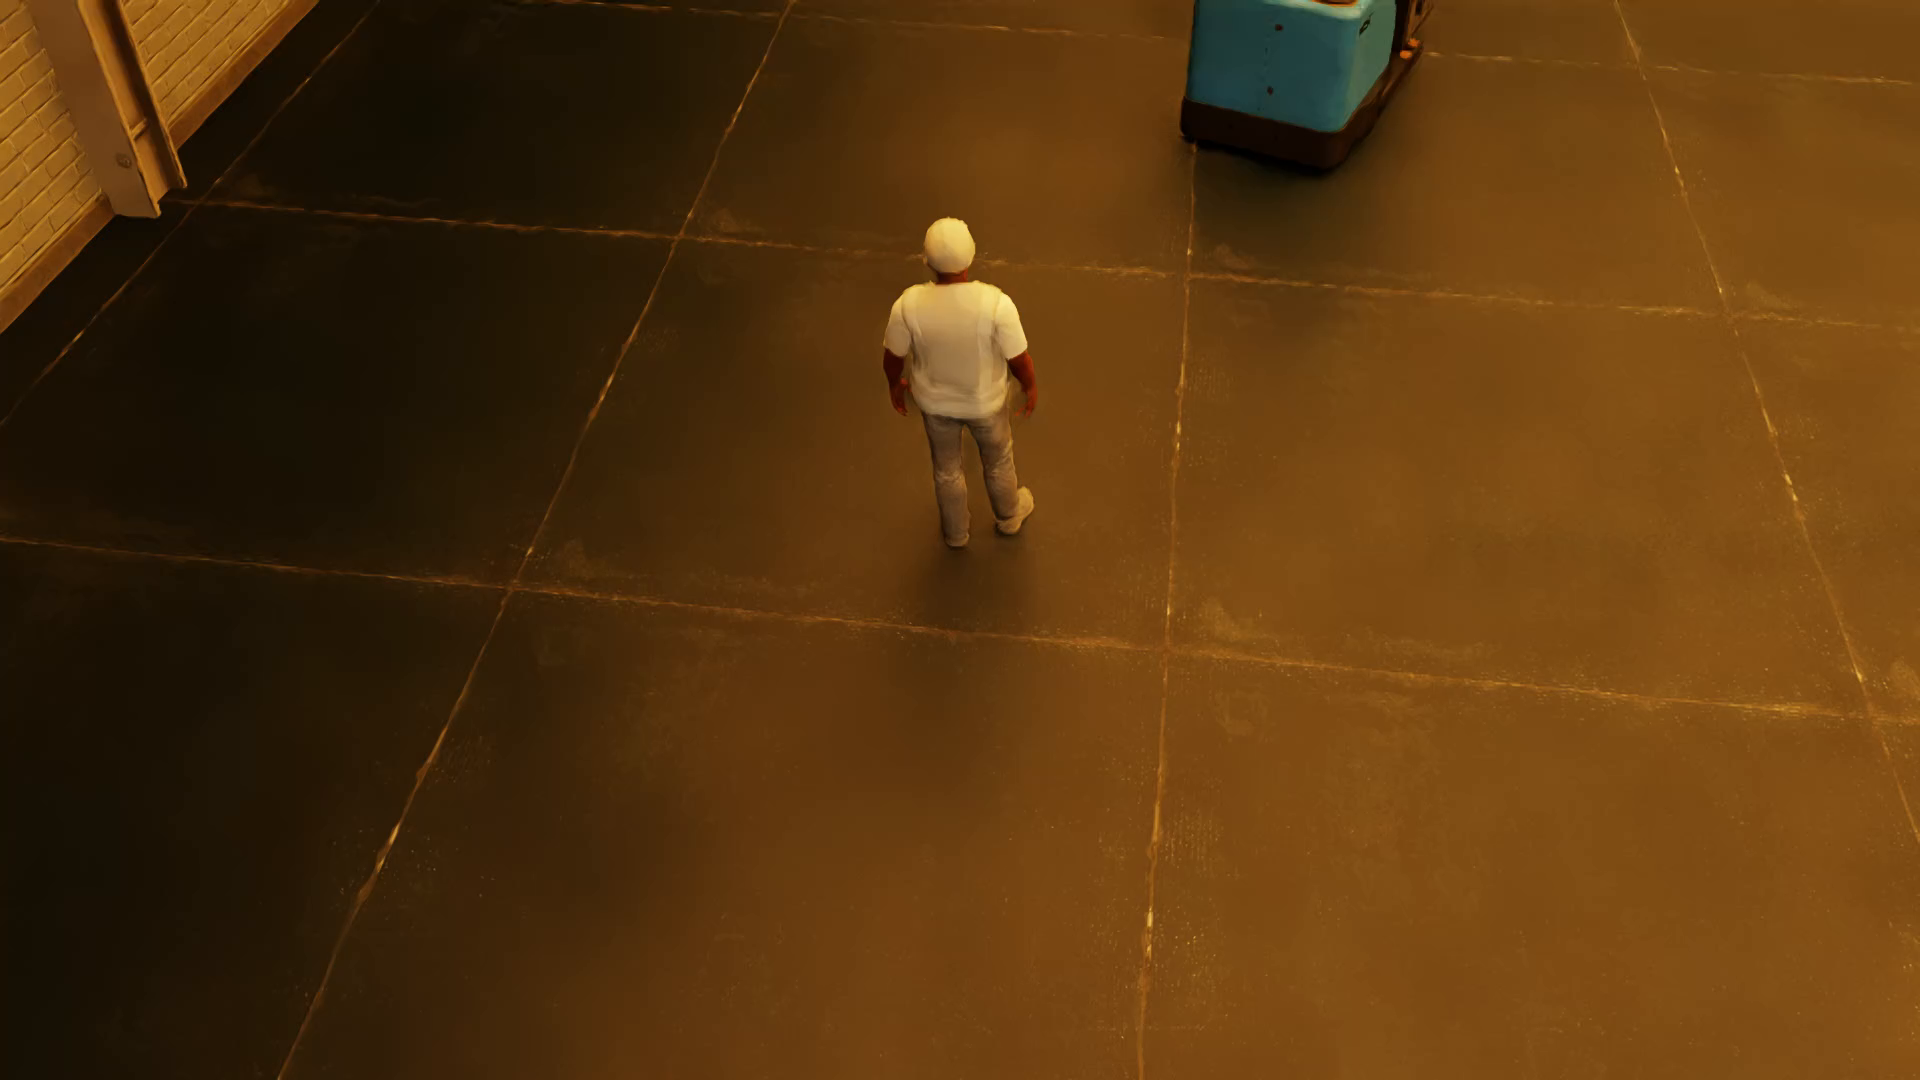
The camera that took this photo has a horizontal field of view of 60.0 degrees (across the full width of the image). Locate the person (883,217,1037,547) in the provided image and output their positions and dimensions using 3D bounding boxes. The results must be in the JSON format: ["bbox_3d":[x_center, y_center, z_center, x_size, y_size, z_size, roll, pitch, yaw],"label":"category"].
[{"bbox_3d":[0.015,-0.702,7.339,0.665,1.766,0.576,5,43,6],"label":"person"}]

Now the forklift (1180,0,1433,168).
[{"bbox_3d":[2.539,-4.376,10.488,1.130,2.935,3.031,19,46,20],"label":"forklift"}]
